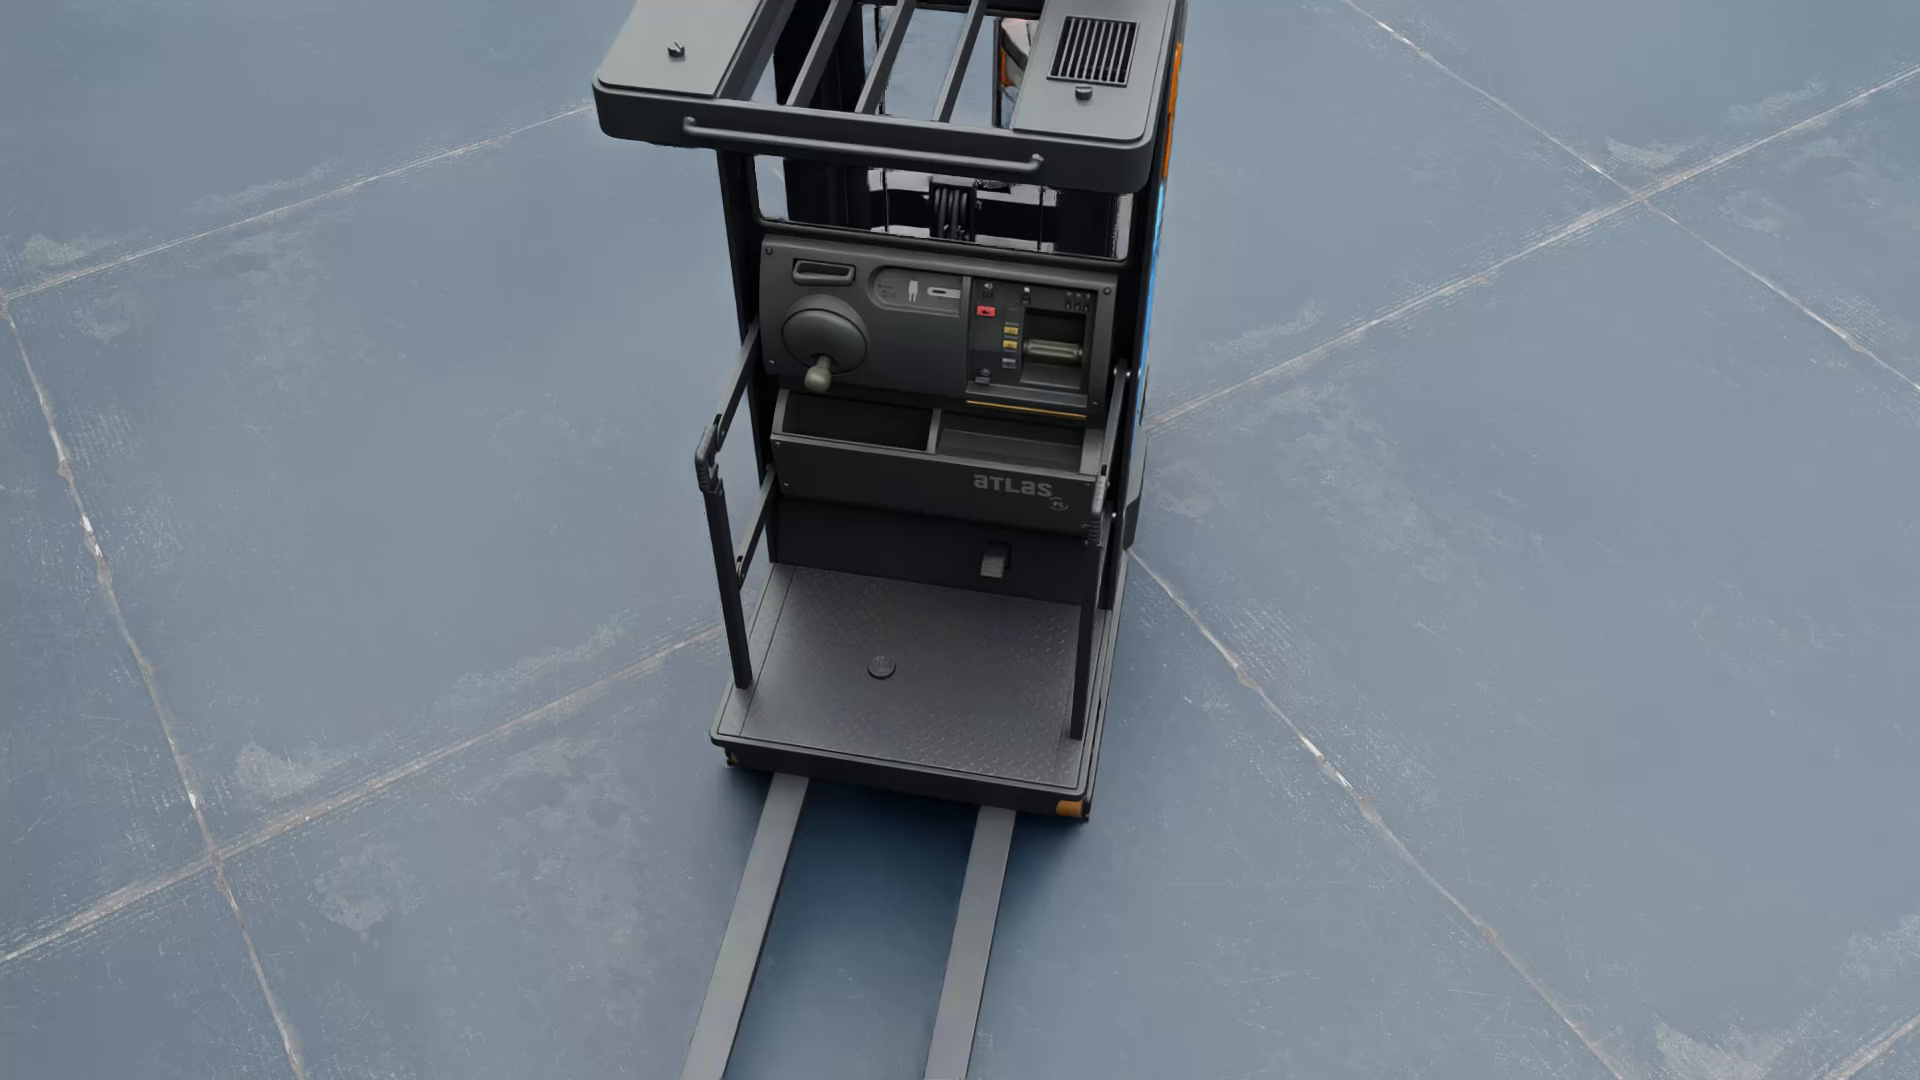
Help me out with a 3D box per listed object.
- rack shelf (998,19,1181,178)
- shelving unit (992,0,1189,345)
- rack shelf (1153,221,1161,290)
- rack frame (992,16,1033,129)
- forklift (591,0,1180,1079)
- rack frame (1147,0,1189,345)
[{"bbox_3d":[0.423,-1.518,5.706,0.480,0.518,0.431,-17,50,-16],"label":"rack shelf"},{"bbox_3d":[0.423,-1.528,5.696,0.503,2.100,0.431,-17,50,-16],"label":"shelving unit"},{"bbox_3d":[0.418,-1.044,6.220,0.480,0.518,0.431,-17,50,-16],"label":"rack shelf"},{"bbox_3d":[0.199,-1.458,5.629,0.015,2.100,0.400,-17,50,-16],"label":"rack frame"},{"bbox_3d":[-0.103,-0.446,4.184,1.130,2.935,3.031,8,49,7],"label":"forklift"},{"bbox_3d":[0.647,-1.598,5.763,0.015,2.100,0.400,-17,50,-16],"label":"rack frame"}]
